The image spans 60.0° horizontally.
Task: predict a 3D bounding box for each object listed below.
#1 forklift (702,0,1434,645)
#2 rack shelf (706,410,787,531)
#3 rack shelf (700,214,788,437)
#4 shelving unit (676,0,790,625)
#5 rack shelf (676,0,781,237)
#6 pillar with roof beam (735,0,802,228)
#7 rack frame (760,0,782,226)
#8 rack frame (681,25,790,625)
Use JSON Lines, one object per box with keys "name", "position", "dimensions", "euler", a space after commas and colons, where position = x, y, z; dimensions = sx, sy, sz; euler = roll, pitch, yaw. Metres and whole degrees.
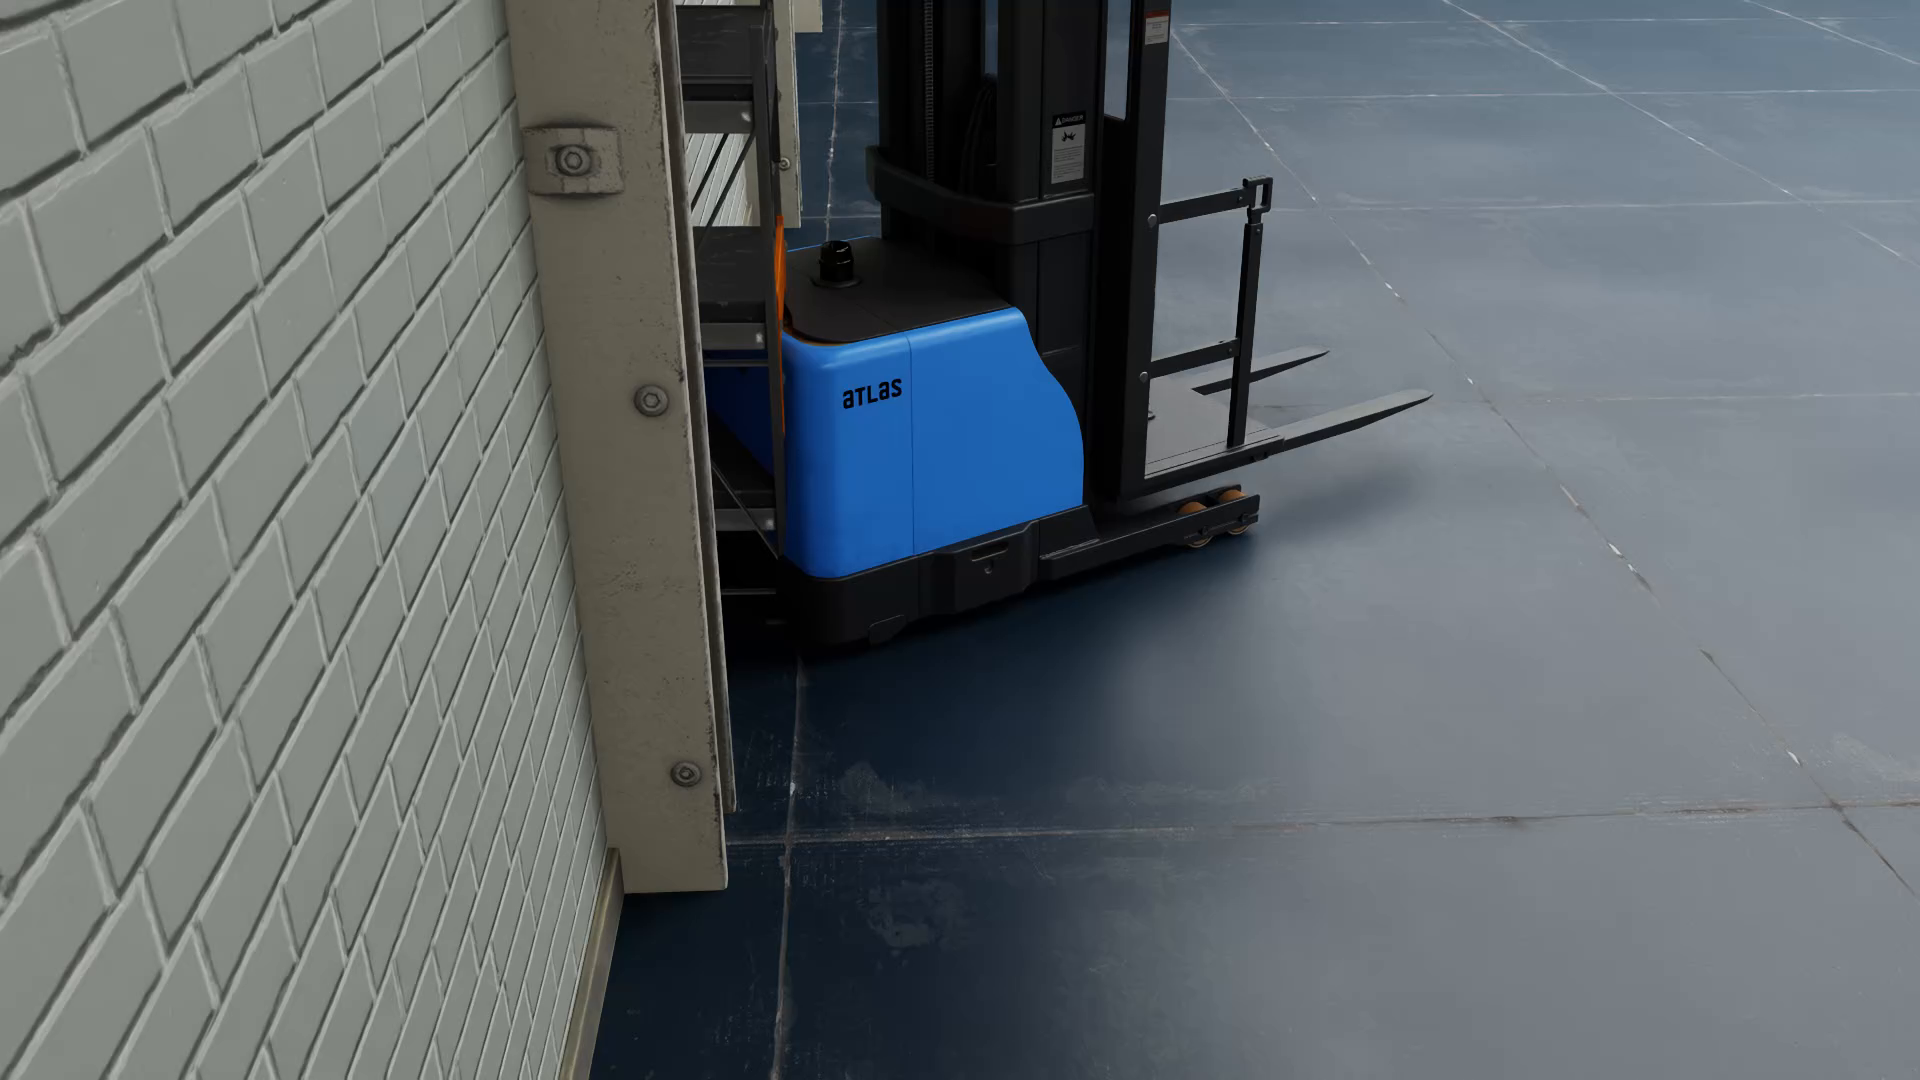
{"name": "forklift", "position": [0.528, -1.459, 5.877], "dimensions": [3.031, 2.935, 1.130], "euler": [-17, 32, -29]}
{"name": "rack shelf", "position": [-0.775, -0.129, 5.646], "dimensions": [0.431, 0.518, 0.480], "euler": [-1, 39, -3]}
{"name": "rack shelf", "position": [-0.757, -0.672, 5.205], "dimensions": [0.431, 0.518, 0.480], "euler": [-1, 39, -3]}
{"name": "shelving unit", "position": [-0.756, -0.682, 5.196], "dimensions": [0.431, 2.100, 0.503], "euler": [-1, 39, -3]}
{"name": "rack shelf", "position": [-0.738, -1.215, 4.764], "dimensions": [0.431, 0.518, 0.480], "euler": [-1, 39, -3]}
{"name": "pillar with roof beam", "position": [3.196, -6.016, 8.054], "dimensions": [9.100, 9.000, 0.400], "euler": [-1, 28, -3]}
{"name": "rack frame", "position": [-0.768, -0.836, 5.385], "dimensions": [0.400, 2.100, 0.015], "euler": [-1, 39, -3]}
{"name": "rack frame", "position": [-0.744, -0.528, 5.007], "dimensions": [0.400, 2.100, 0.015], "euler": [-1, 39, -3]}
